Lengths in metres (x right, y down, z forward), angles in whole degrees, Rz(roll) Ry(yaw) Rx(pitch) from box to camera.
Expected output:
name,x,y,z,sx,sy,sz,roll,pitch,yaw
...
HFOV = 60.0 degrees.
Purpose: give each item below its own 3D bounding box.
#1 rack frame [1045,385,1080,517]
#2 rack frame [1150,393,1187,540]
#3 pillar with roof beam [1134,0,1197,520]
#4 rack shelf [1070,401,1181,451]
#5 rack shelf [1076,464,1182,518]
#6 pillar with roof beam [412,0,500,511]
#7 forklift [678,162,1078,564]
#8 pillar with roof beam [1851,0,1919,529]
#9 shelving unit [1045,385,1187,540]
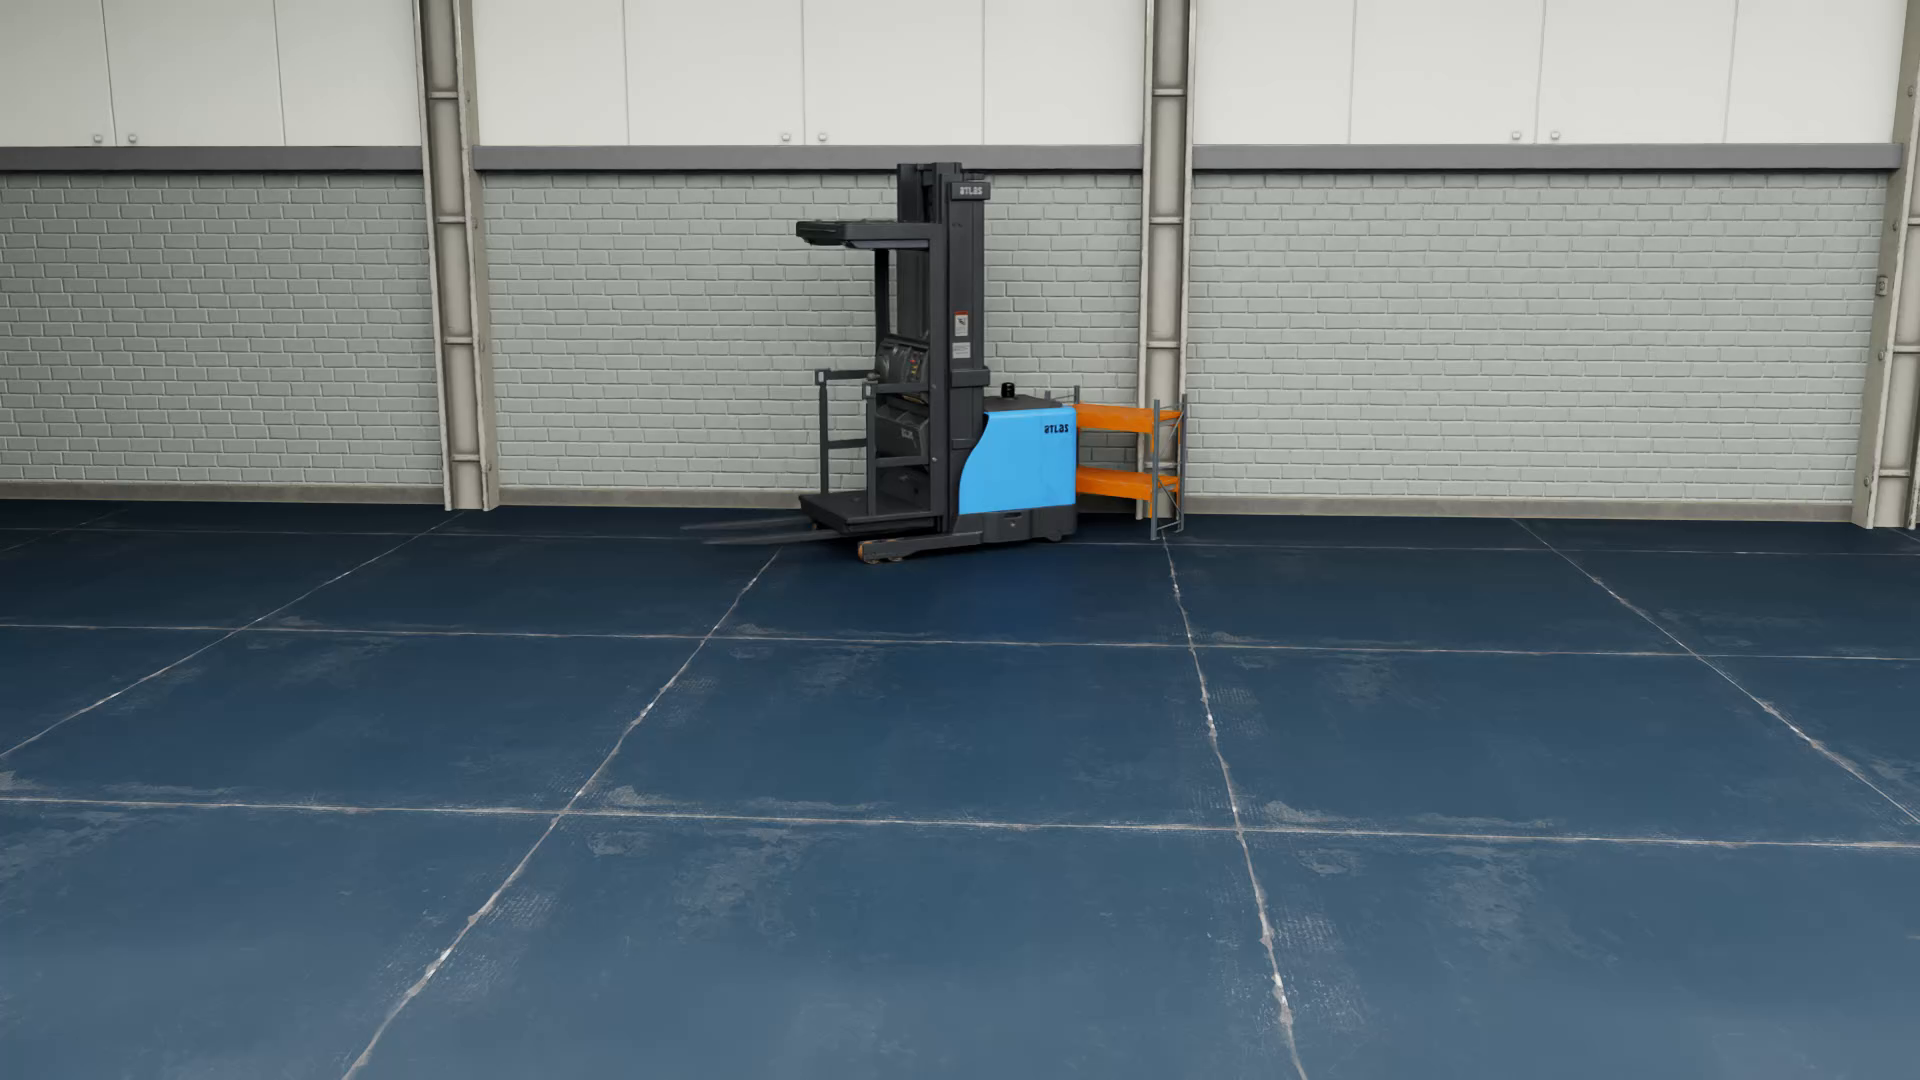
name,x,y,z,sx,sy,sz,roll,pitch,yaw
rack frame,0.852,-0.712,13.924,0.032,1.125,0.500,8,14,35
rack frame,1.679,-0.591,13.345,0.032,1.125,0.500,8,14,35
pillar with roof beam,1.410,-3.731,9.125,0.400,9.000,9.100,1,12,4
rack shelf,1.265,-0.938,13.574,1.000,0.278,0.538,8,14,35
rack shelf,1.265,-0.412,13.684,1.000,0.278,0.538,8,14,35
pillar with roof beam,-4.577,-3.813,9.517,0.400,9.000,9.100,1,12,4
forklift,-0.629,-1.381,12.712,3.031,2.935,1.130,-5,13,-24
pillar with roof beam,7.397,-3.649,8.732,0.400,9.000,9.100,1,12,4
shelving unit,1.265,-0.651,13.634,1.048,1.125,0.538,8,14,35
